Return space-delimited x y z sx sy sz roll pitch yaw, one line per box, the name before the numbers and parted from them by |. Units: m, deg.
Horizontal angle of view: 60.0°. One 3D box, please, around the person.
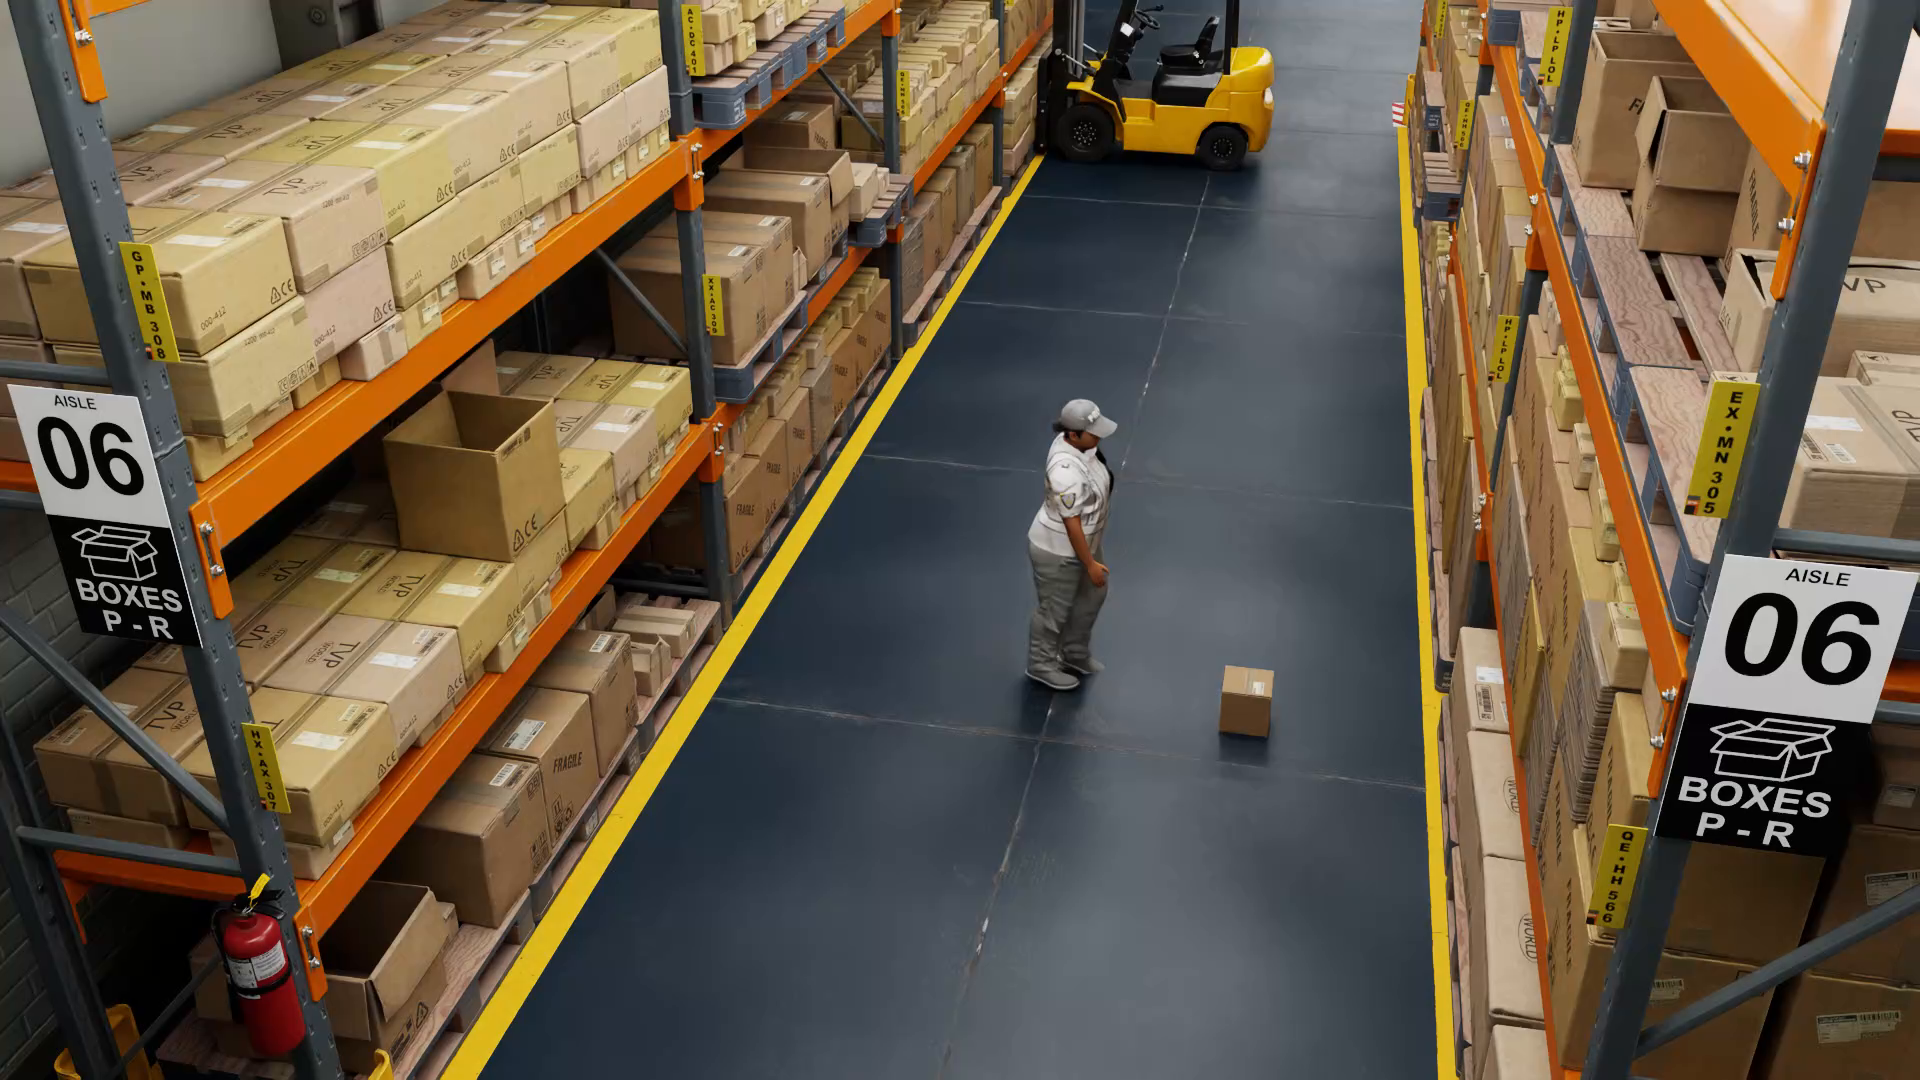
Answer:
person | 0.580 0.052 8.538 0.458 1.717 0.496 9 30 15
